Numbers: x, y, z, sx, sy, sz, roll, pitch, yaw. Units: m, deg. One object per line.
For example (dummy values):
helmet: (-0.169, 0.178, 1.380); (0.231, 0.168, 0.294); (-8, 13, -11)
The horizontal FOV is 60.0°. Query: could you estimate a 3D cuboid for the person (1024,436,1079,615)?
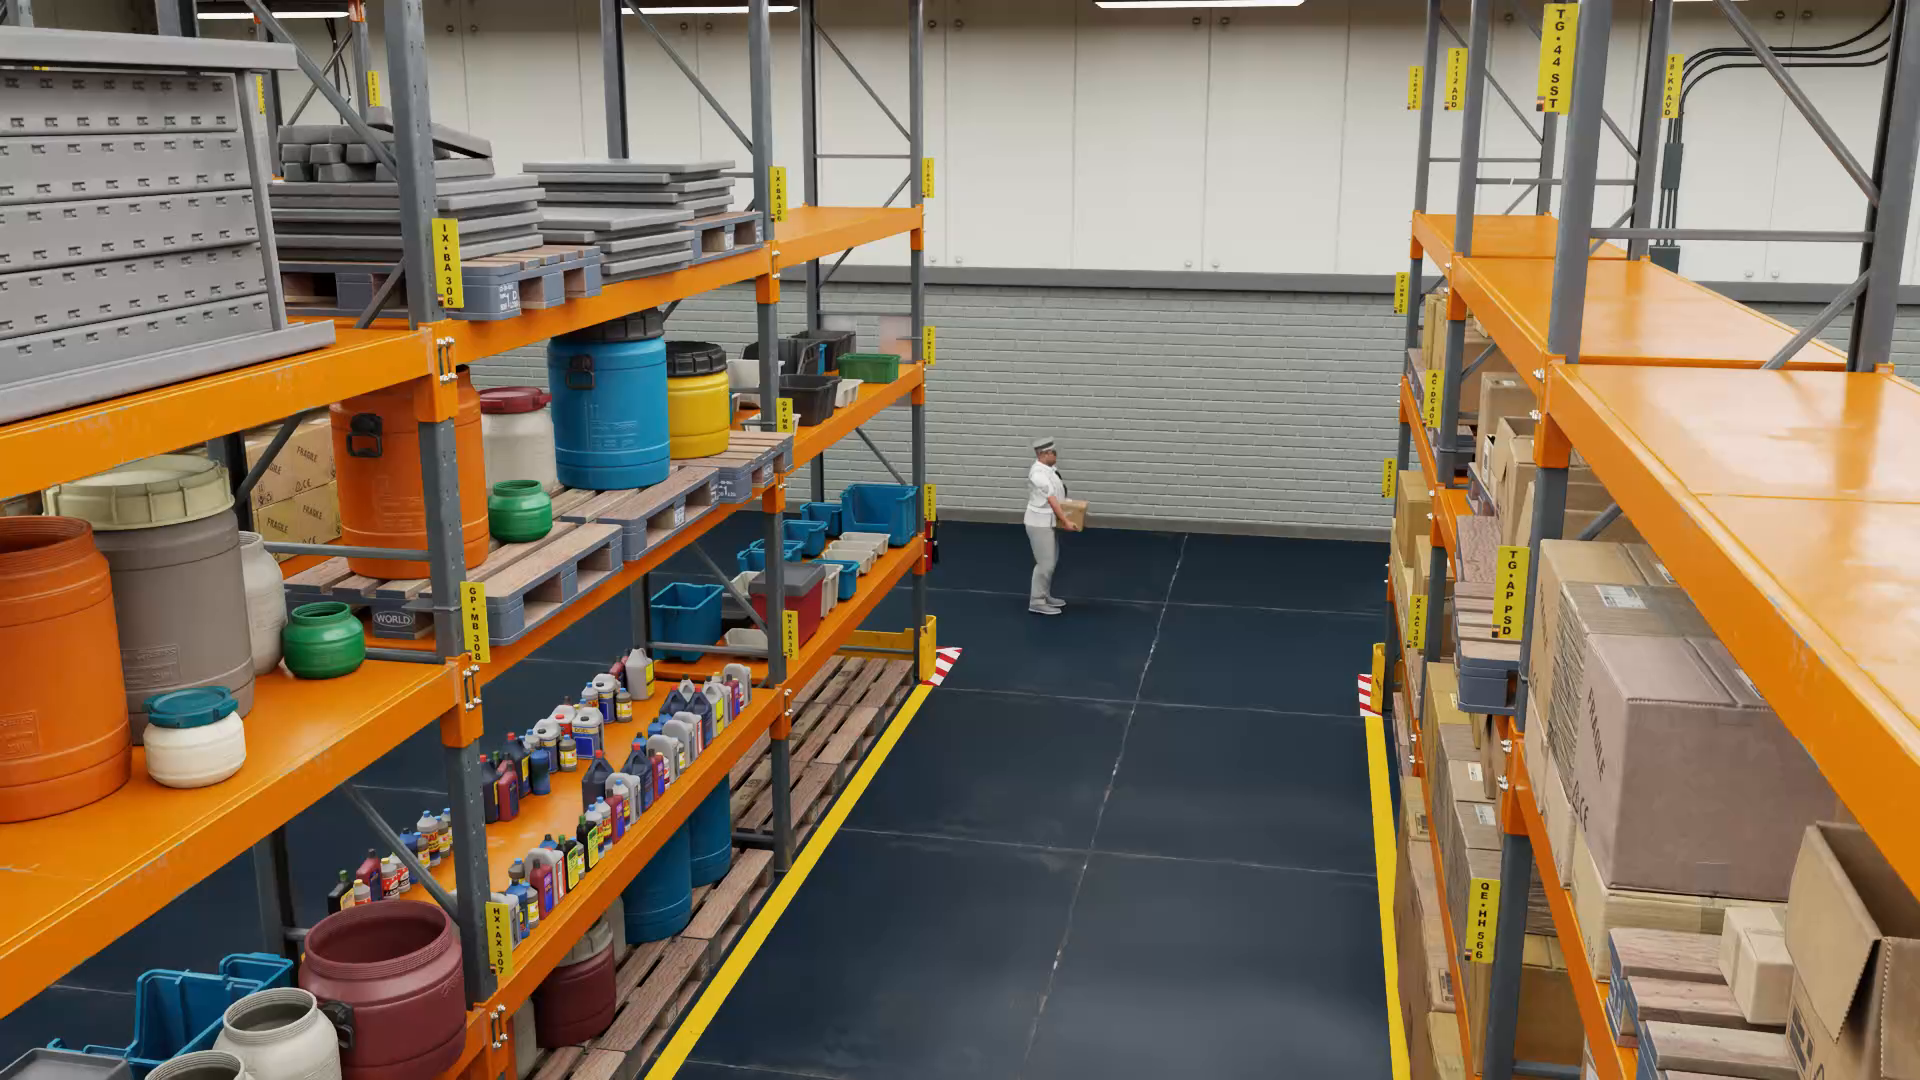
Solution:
person: (0.926, -0.159, 16.583); (0.564, 1.772, 0.490); (3, 15, 11)
